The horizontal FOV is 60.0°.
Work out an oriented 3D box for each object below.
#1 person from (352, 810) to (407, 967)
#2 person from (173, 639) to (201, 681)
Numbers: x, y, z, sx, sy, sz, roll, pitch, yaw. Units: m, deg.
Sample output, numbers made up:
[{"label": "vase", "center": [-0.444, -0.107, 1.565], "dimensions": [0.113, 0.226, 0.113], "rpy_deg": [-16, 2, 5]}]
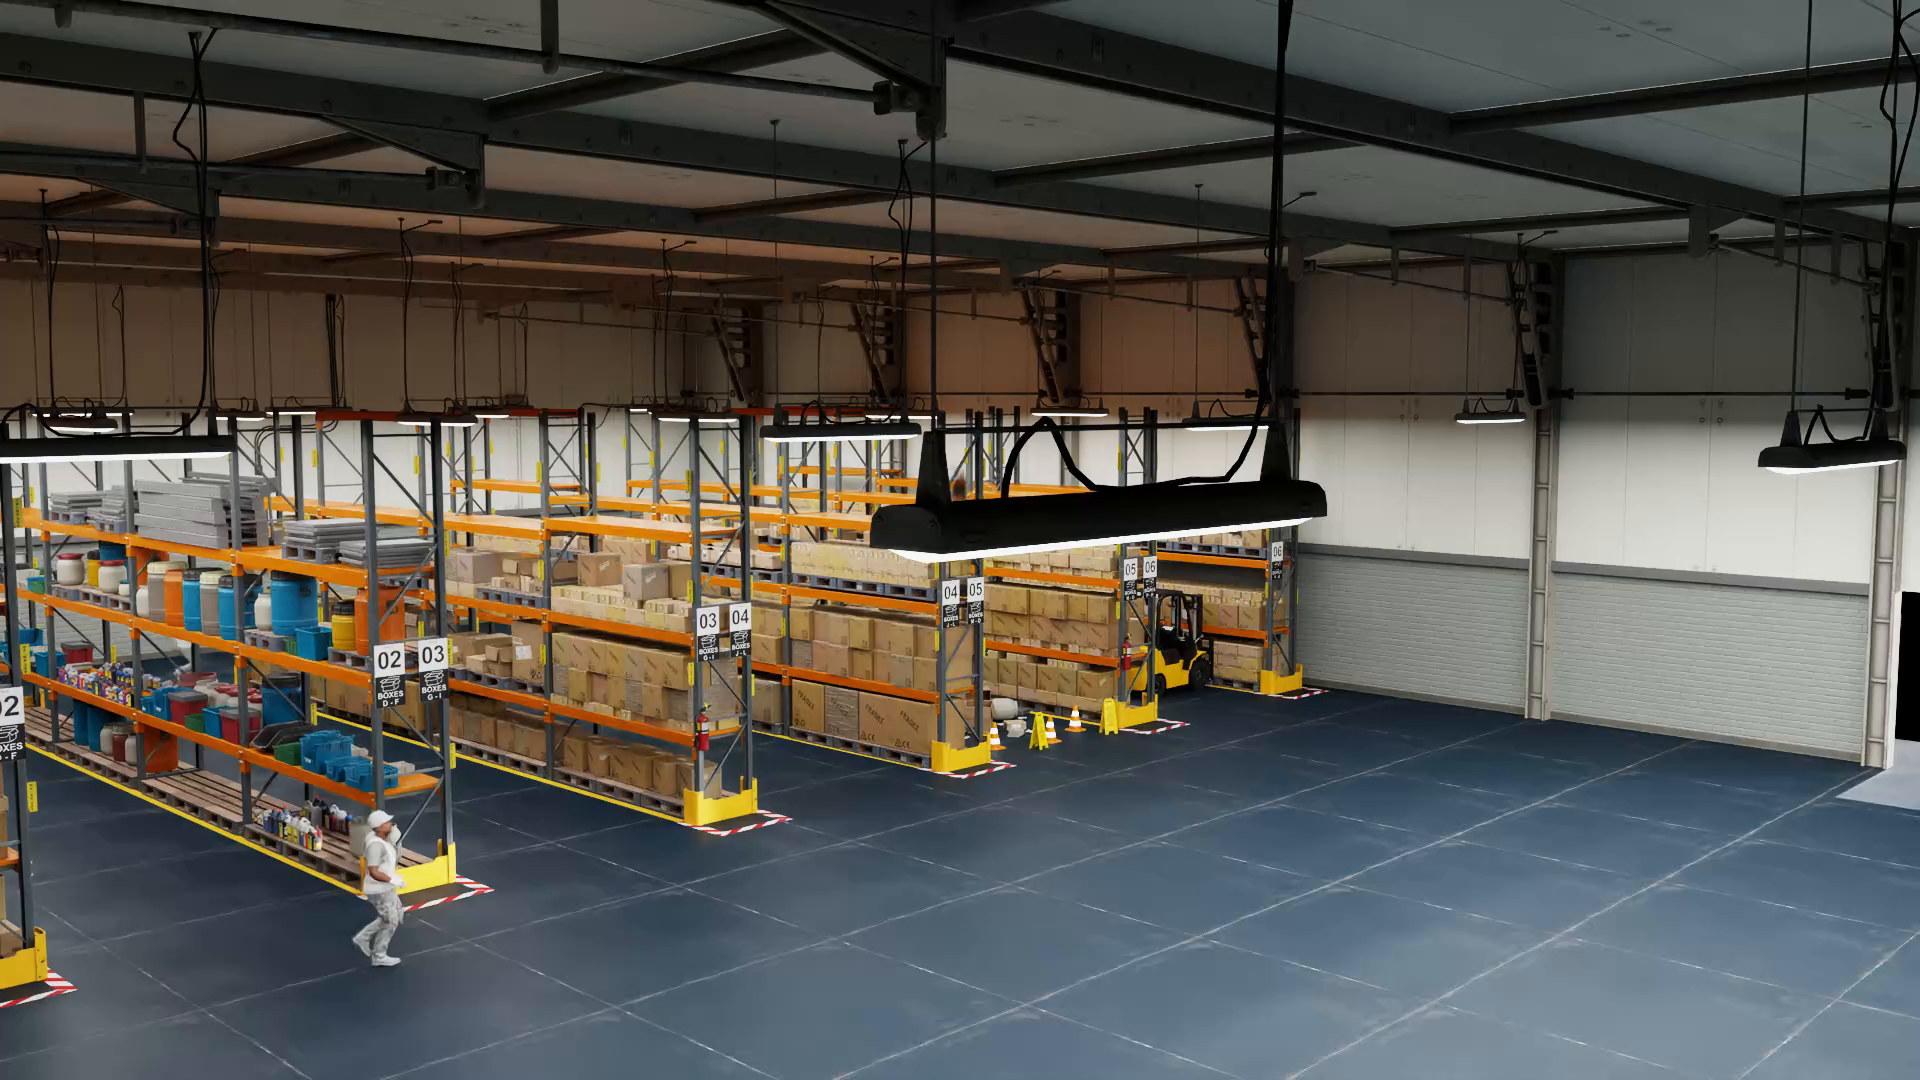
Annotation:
[{"label": "person", "center": [-6.398, 3.838, 18.303], "dimensions": [0.598, 1.740, 0.687], "rpy_deg": [-2, 5, -17]}, {"label": "person", "center": [-16.772, 2.304, 35.983], "dimensions": [0.657, 1.736, 0.650], "rpy_deg": [4, 7, 41]}]
